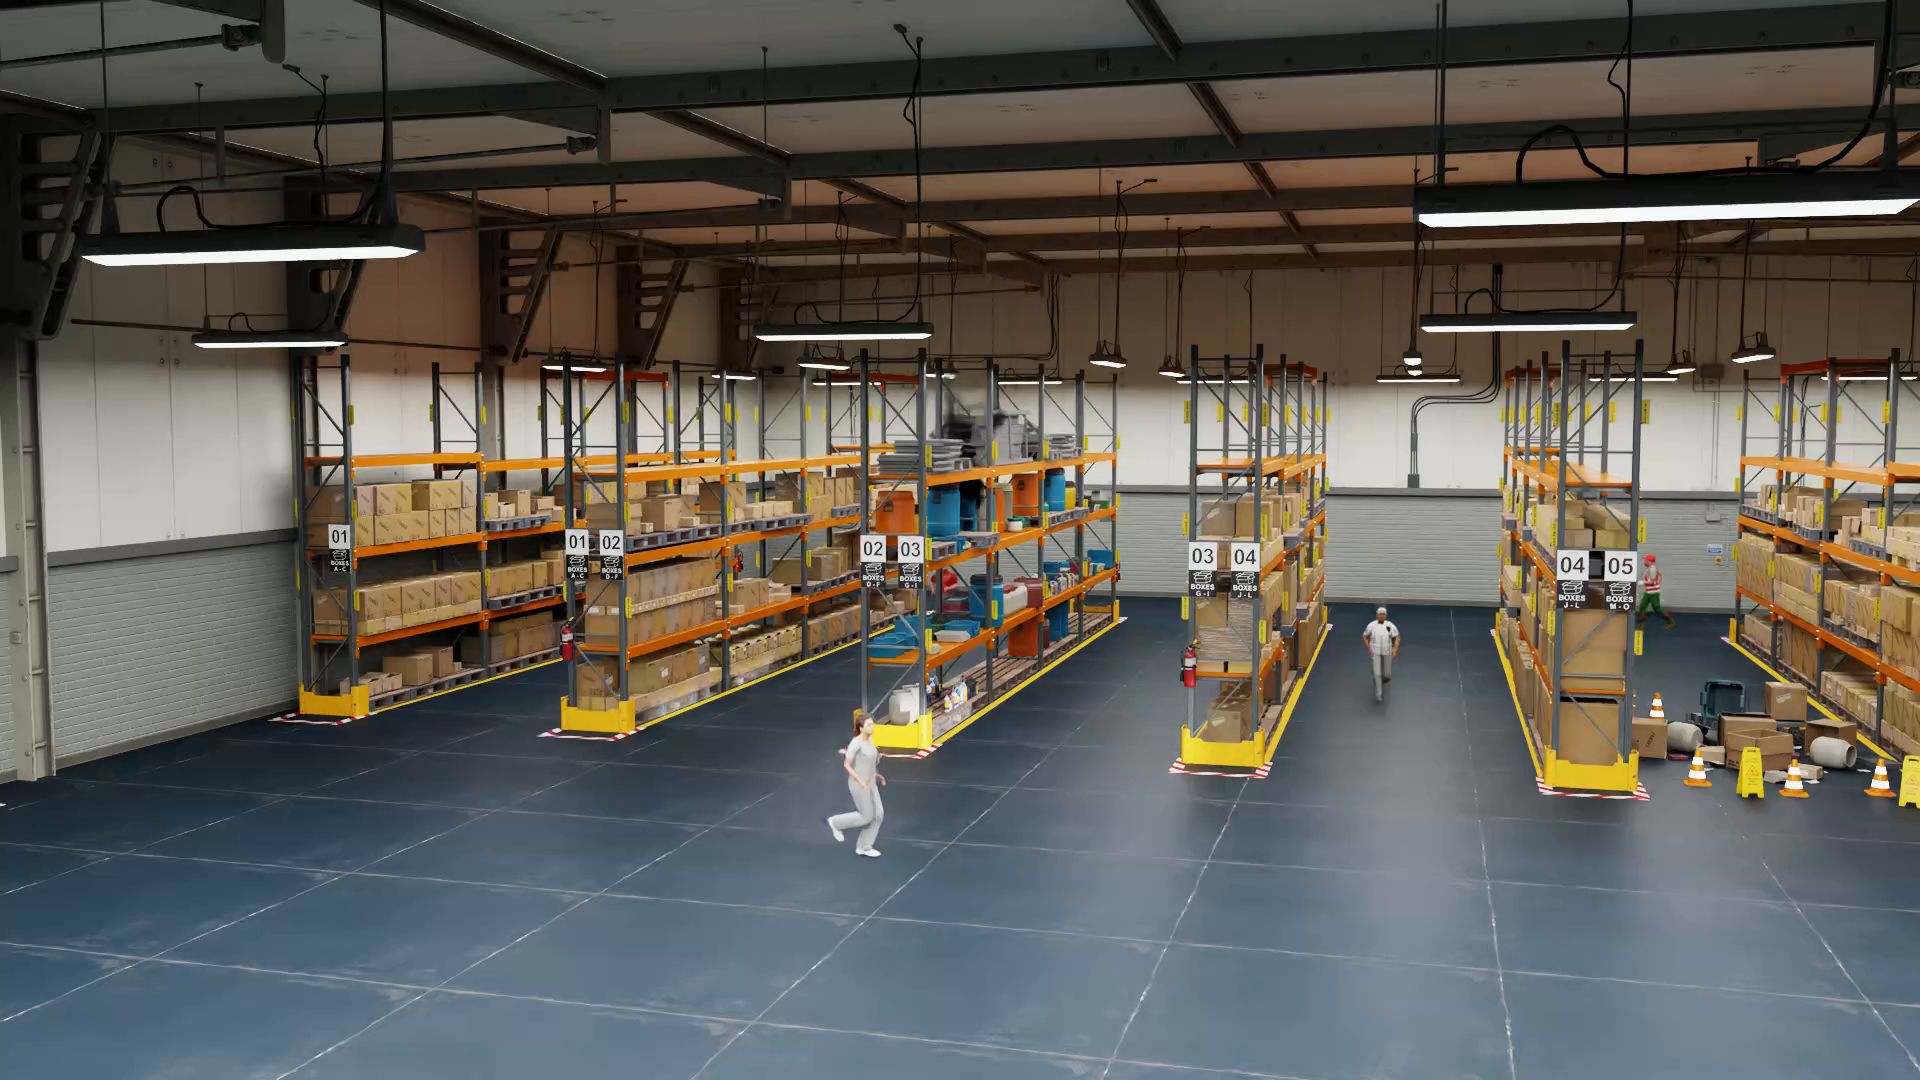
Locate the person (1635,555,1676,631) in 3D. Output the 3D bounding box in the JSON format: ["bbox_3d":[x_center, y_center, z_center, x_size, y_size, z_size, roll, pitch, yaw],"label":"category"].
[{"bbox_3d":[15.992,1.239,38.307,0.979,1.809,0.606,1,4,15],"label":"person"}]

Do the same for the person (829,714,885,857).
[{"bbox_3d":[-1.177,2.779,18.953,0.622,1.621,0.550,2,5,29],"label":"person"}]

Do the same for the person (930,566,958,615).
[{"bbox_3d":[-0.375,1.326,37.657,0.642,1.706,0.666,0,4,2],"label":"person"}]

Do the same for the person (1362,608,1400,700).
[{"bbox_3d":[7.424,1.993,29.337,0.646,1.622,0.610,1,4,10],"label":"person"}]
